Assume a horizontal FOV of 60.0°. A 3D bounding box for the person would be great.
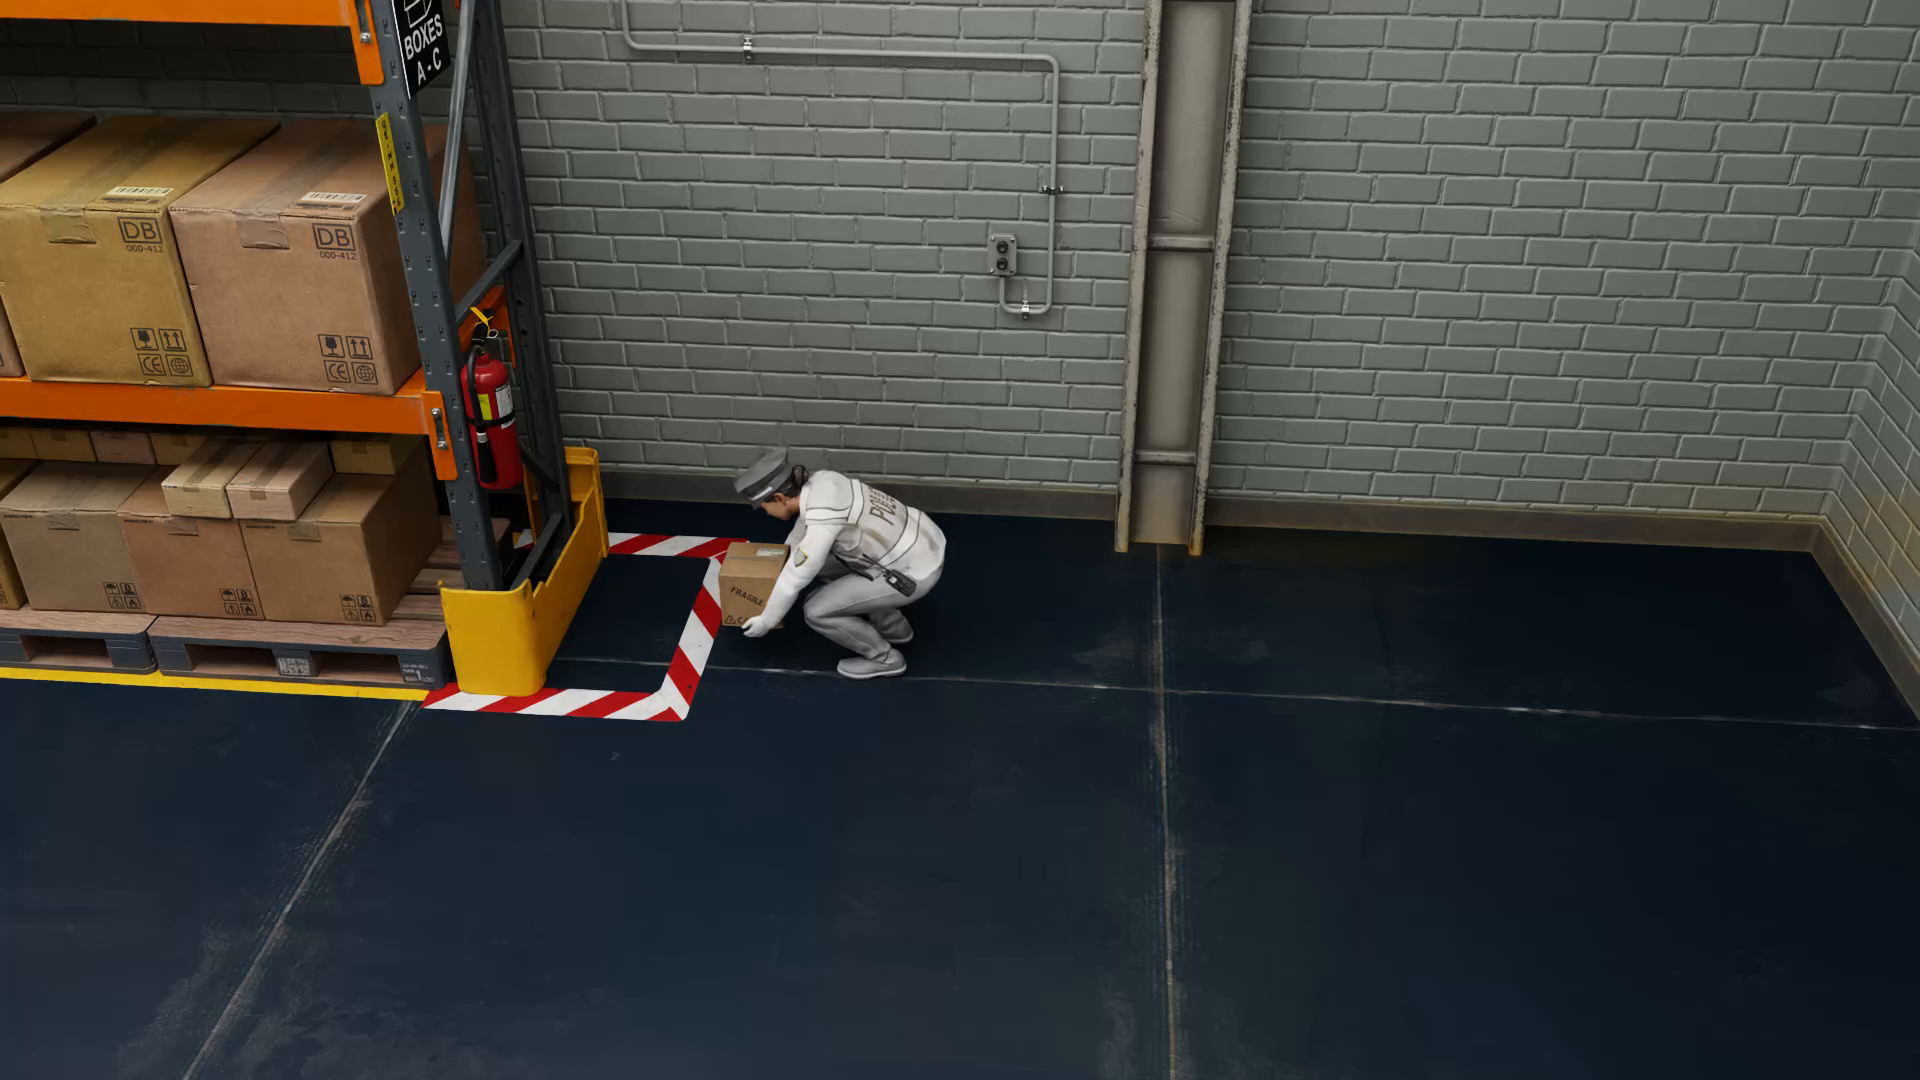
[{"bbox_3d":[-0.474,0.075,6.664,0.816,0.982,0.491,2,32,4],"label":"person"}]
